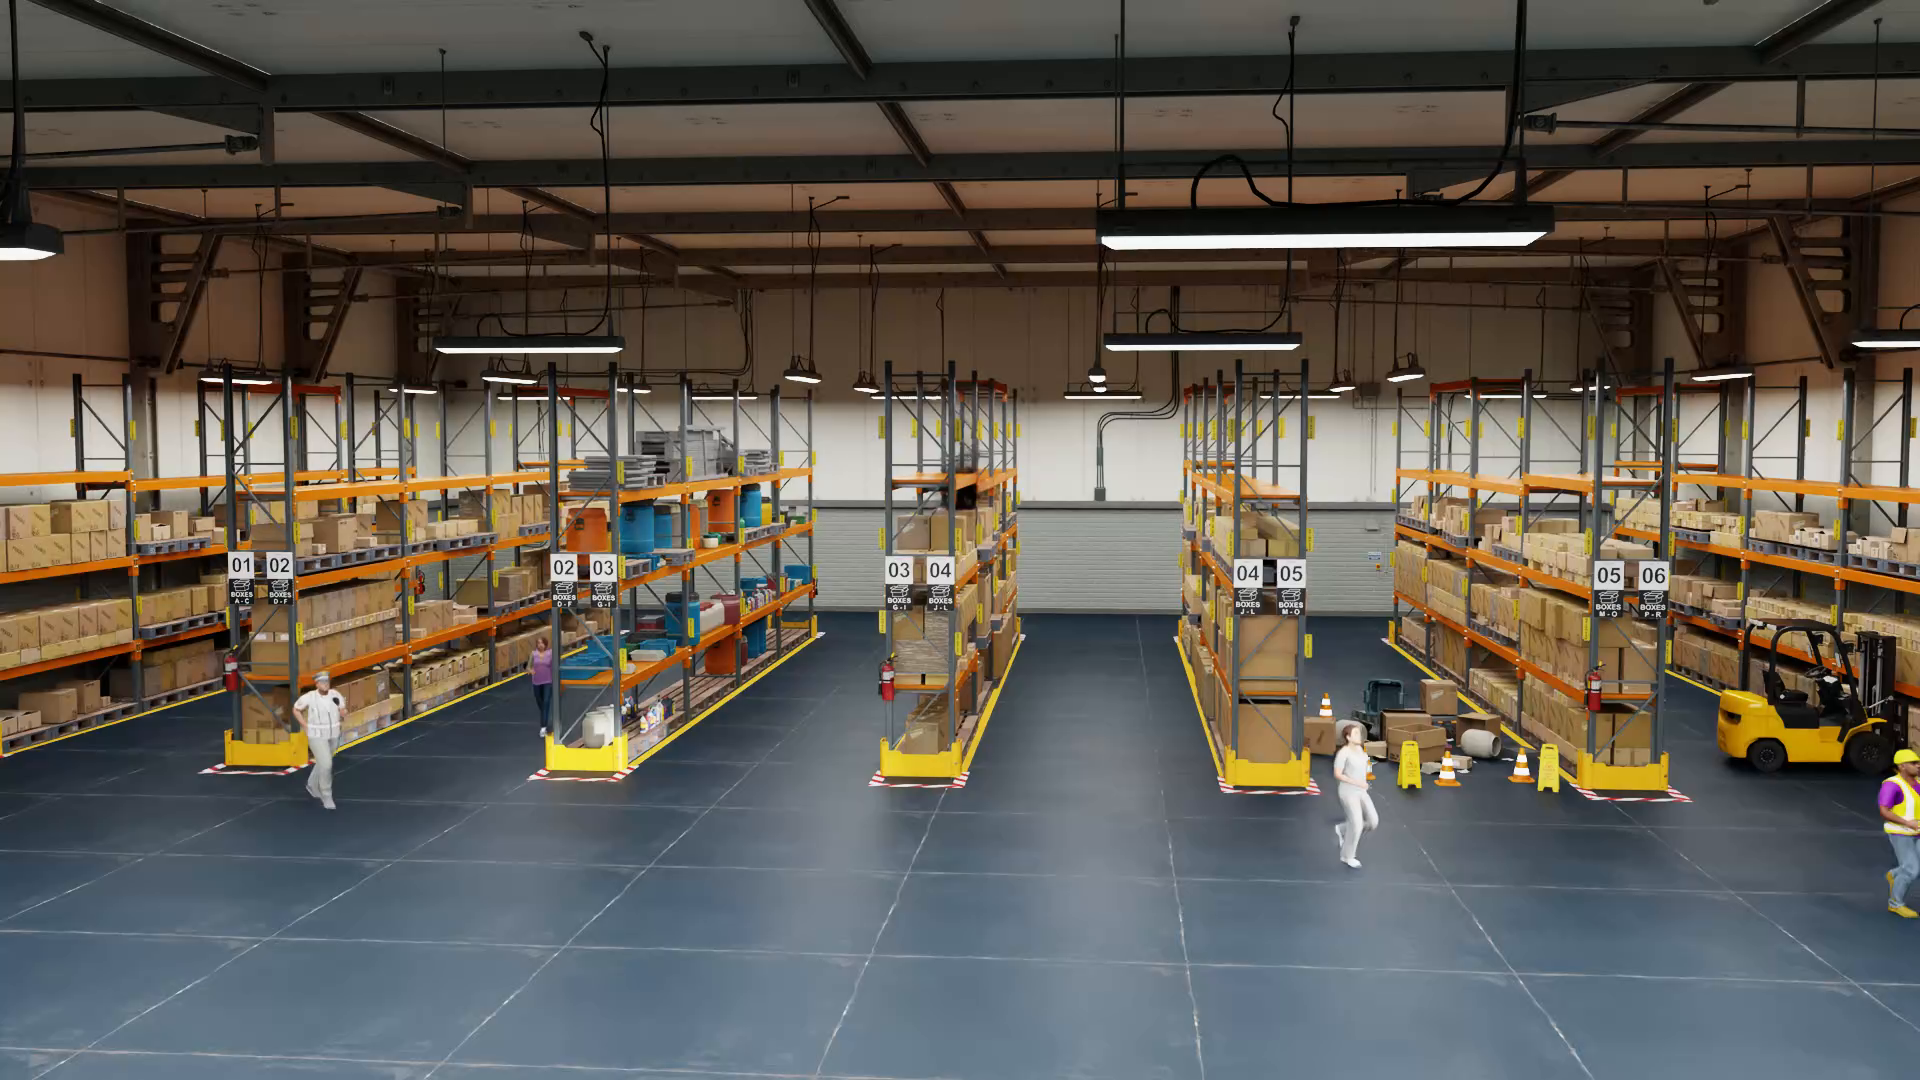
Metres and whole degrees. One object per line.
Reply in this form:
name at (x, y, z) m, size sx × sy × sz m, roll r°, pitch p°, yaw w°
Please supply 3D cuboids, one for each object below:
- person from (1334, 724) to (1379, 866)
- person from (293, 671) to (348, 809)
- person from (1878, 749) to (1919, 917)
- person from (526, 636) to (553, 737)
person at (4.532, 2.930, 19.149) m, size 0.601 × 1.636 × 0.575 m, roll -3°, pitch 5°, yaw -41°
person at (-8.541, 2.662, 22.328) m, size 0.811 × 1.856 × 0.629 m, roll 3°, pitch 5°, yaw 37°
person at (9.778, 3.017, 17.140) m, size 0.700 × 1.723 × 0.582 m, roll -2°, pitch 4°, yaw -26°
person at (-6.899, 2.387, 27.517) m, size 0.538 × 1.605 × 0.877 m, roll 0°, pitch 4°, yaw -5°
